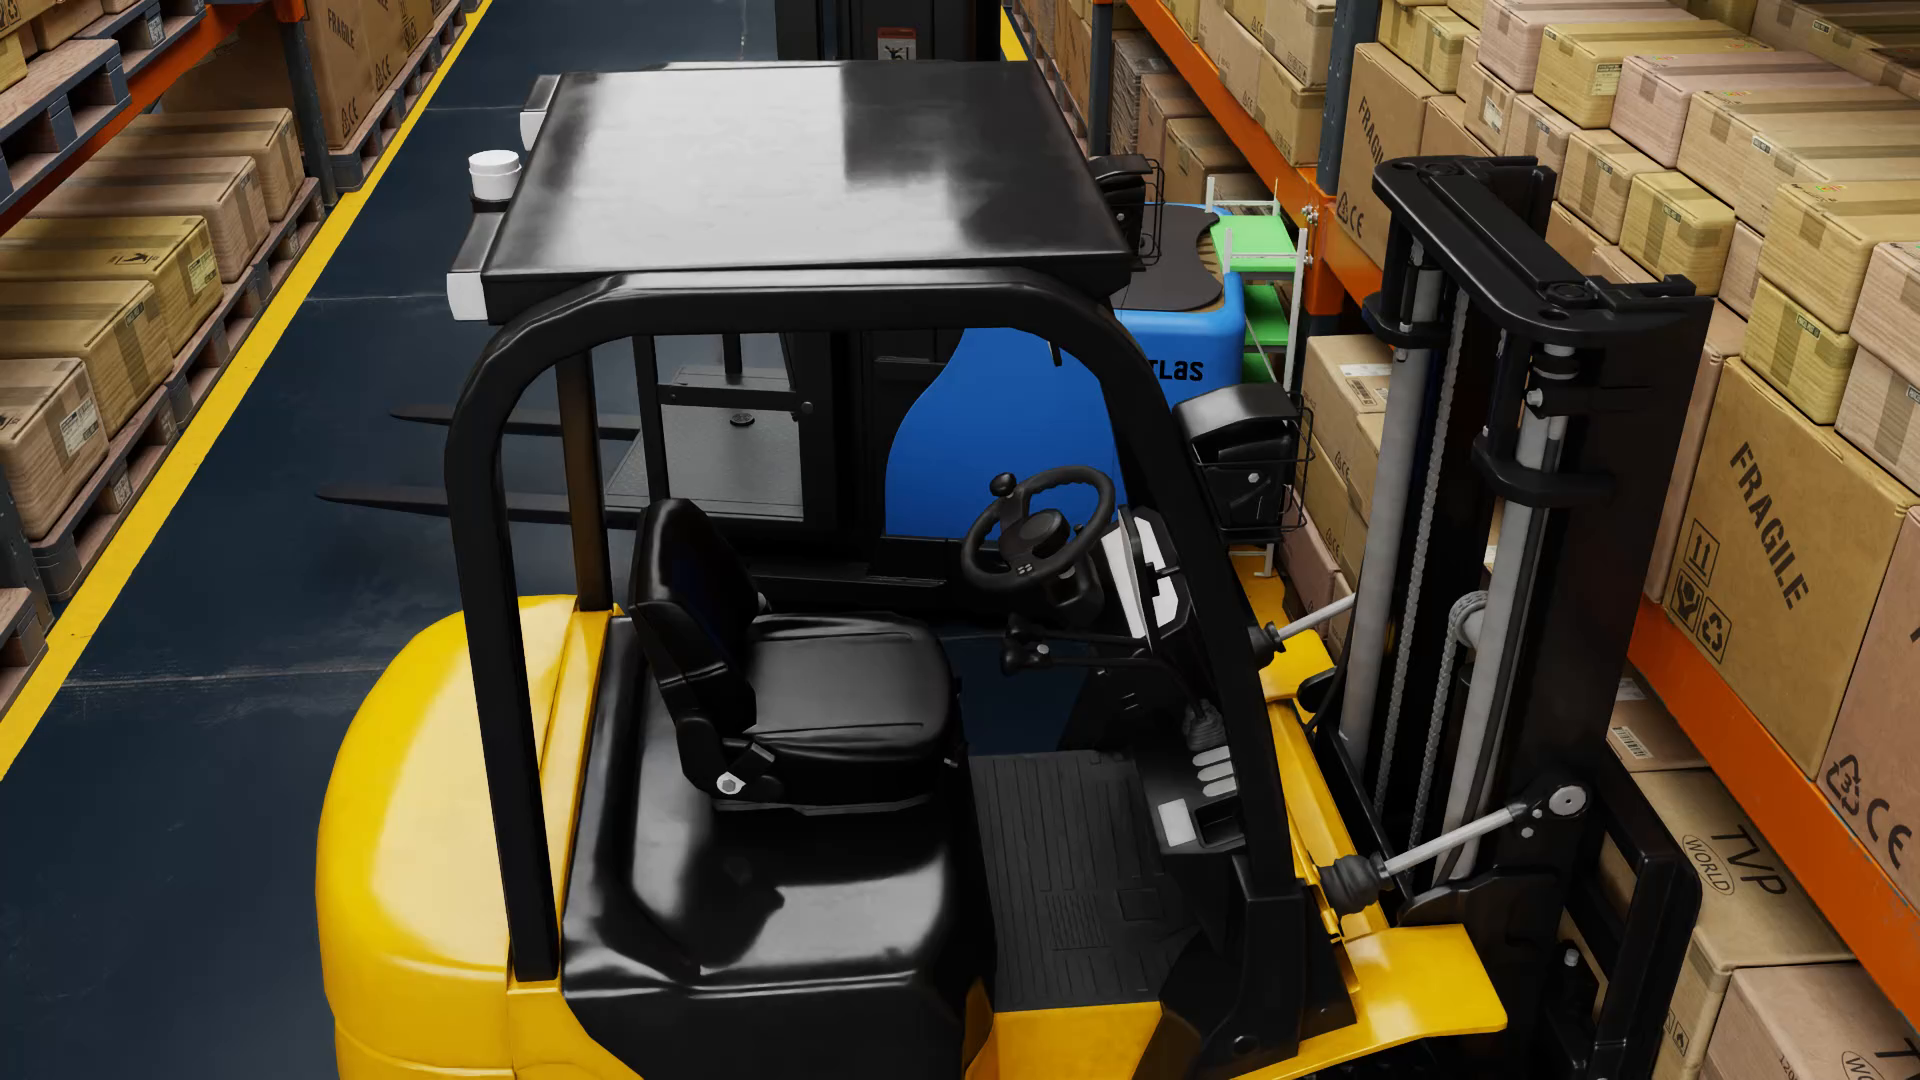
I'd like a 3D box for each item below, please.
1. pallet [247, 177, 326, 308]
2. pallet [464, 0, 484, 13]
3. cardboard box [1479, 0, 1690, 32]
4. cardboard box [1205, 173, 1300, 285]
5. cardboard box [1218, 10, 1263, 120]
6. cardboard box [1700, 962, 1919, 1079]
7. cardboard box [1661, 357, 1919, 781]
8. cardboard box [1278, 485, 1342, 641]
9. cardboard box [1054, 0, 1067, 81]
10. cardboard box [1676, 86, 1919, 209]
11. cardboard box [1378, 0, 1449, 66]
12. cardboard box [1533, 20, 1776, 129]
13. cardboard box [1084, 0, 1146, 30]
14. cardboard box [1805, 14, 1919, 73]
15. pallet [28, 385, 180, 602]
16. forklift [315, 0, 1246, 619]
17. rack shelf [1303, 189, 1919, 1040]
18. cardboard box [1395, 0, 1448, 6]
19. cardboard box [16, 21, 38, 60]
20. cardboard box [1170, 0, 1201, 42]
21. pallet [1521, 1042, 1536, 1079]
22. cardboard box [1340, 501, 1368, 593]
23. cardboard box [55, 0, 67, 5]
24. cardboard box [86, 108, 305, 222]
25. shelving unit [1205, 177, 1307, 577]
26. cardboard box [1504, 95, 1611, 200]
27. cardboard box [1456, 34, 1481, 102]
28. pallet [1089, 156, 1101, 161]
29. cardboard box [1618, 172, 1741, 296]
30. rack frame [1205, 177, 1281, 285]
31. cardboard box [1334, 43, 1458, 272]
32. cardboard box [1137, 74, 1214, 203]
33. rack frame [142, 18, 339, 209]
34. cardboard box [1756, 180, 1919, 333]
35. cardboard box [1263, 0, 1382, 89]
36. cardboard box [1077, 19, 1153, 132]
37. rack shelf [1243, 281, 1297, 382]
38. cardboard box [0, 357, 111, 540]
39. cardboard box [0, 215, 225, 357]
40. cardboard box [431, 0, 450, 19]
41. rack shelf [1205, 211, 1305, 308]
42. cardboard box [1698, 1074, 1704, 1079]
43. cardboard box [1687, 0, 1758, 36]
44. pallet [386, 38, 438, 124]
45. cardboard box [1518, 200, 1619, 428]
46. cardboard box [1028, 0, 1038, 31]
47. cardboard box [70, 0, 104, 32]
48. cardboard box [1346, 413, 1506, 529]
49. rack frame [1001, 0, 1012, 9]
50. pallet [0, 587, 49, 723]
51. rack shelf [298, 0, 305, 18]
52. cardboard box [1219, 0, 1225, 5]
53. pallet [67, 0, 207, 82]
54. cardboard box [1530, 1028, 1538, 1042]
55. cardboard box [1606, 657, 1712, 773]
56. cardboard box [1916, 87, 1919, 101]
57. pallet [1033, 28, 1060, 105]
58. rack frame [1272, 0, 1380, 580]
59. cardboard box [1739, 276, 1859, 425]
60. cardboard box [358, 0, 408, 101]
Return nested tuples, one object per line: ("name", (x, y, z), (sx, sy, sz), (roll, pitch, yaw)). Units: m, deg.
("pallet", (-3.683, -1.418, 7.918), (1.003, 0.211, 1.213), (-3, 31, -5))
("pallet", (-4.121, -4.251, 12.661), (1.003, 0.211, 1.213), (-3, 31, -5))
("cardboard box", (1.443, -1.225, 3.855), (0.380, 0.149, 0.250), (-3, 31, -6))
("cardboard box", (1.436, -1.035, 6.463), (0.875, 0.625, 0.625), (-3, 31, -5))
("cardboard box", (1.201, -1.648, 5.731), (0.500, 0.250, 0.500), (-3, 31, -5))
("cardboard box", (1.528, 0.921, 2.580), (0.500, 0.250, 0.500), (-2, 31, -4))
("cardboard box", (1.540, 0.022, 2.690), (0.500, 0.500, 0.500), (-3, 31, -6))
("cardboard box", (1.277, 0.052, 5.010), (0.500, 0.250, 0.500), (-2, 31, -4))
("cardboard box", (0.846, -3.090, 10.025), (0.500, 0.500, 0.500), (-1, 31, -2))
("cardboard box", (1.536, -0.703, 2.982), (0.380, 0.149, 0.250), (-3, 31, -4))
("cardboard box", (1.329, -1.358, 4.368), (0.380, 0.149, 0.250), (-3, 31, -5))
("cardboard box", (1.416, -0.957, 3.407), (0.380, 0.149, 0.250), (-3, 31, -5))
("cardboard box", (0.889, -2.879, 9.041), (0.380, 0.149, 0.250), (-4, 31, -7))
("cardboard box", (2.002, -0.989, 3.461), (0.380, 0.149, 0.250), (-3, 31, -5))
("pallet", (-3.455, -0.172, 5.832), (1.003, 0.211, 1.213), (-3, 31, -5))
("forklift", (-0.621, -1.296, 5.061), (3.031, 2.935, 1.130), (3, 31, 6))
("rack shelf", (1.748, 0.118, 3.328), (1.077, 0.370, 4.000), (-3, 31, -5))
("cardboard box", (1.296, -1.484, 4.289), (0.380, 0.149, 0.250), (-2, 31, -4))
("cardboard box", (-3.235, -1.610, 5.357), (0.380, 0.149, 0.250), (-1, 31, -1))
("cardboard box", (1.129, -2.166, 6.598), (0.500, 0.250, 0.500), (-2, 31, -3))
("pallet", (1.711, 1.018, 3.840), (1.003, 0.211, 1.213), (-3, 31, -5))
("cardboard box", (1.348, 0.093, 4.454), (0.500, 0.250, 0.500), (-3, 31, -5))
("cardboard box", (-3.219, -2.085, 5.518), (0.500, 0.500, 0.500), (-3, 31, -5))
("cardboard box", (-3.711, -1.777, 7.953), (0.950, 0.372, 0.625), (-5, 31, -8))
("shelving unit", (0.916, -0.525, 5.449), (0.258, 1.200, 0.503), (0, 30, 1))
("cardboard box", (1.379, -0.830, 3.485), (0.380, 0.149, 0.250), (-3, 31, -5))
("cardboard box", (1.407, -1.094, 3.926), (0.380, 0.149, 0.250), (-3, 31, -5))
("pallet", (1.226, -1.634, 8.280), (1.003, 0.211, 1.213), (-3, 31, -5))
("cardboard box", (1.454, -0.567, 3.044), (0.380, 0.149, 0.250), (-3, 31, -6))
("rack frame", (0.921, -0.647, 5.660), (0.240, 1.200, 0.015), (0, 30, 1))
("cardboard box", (1.343, -1.015, 4.427), (0.500, 0.500, 0.500), (-4, 31, -6))
("cardboard box", (1.301, -1.762, 7.681), (0.875, 0.625, 0.625), (-2, 31, -3))
("rack frame", (-3.754, -3.014, 7.871), (1.000, 3.000, 0.127), (-3, 31, -5))
("cardboard box", (1.473, -0.438, 2.538), (0.380, 0.149, 0.250), (-2, 31, -4))
("cardboard box", (1.261, -1.600, 5.163), (0.500, 0.250, 0.500), (-3, 31, -6))
("cardboard box", (0.934, -2.566, 9.150), (0.500, 0.500, 0.500), (-2, 31, -3))
("rack shelf", (0.916, -0.678, 5.361), (0.258, 0.148, 0.480), (0, 30, 1))
("cardboard box", (-3.432, -0.292, 5.466), (0.950, 0.372, 0.625), (-2, 31, -4))
("cardboard box", (-3.569, -1.013, 6.674), (0.950, 0.372, 0.625), (-2, 31, -3))
("cardboard box", (-3.990, -4.012, 11.203), (0.875, 0.875, 0.875), (-2, 31, -3))
("rack shelf", (0.916, -0.886, 5.241), (0.258, 0.148, 0.480), (0, 30, 1))
("cardboard box", (1.542, 1.126, 2.724), (0.500, 0.250, 0.500), (-3, 31, -5))
("cardboard box", (1.912, -1.247, 3.893), (0.380, 0.149, 0.250), (-3, 31, -5))
("pallet", (-3.864, -2.844, 10.306), (1.003, 0.211, 1.213), (-3, 31, -5))
("cardboard box", (1.456, -0.492, 3.551), (0.500, 0.500, 0.500), (-3, 31, -5))
("cardboard box", (0.737, -3.619, 10.912), (0.500, 0.500, 0.500), (-4, 31, -6))
("cardboard box", (-3.238, -1.870, 5.791), (0.380, 0.149, 0.250), (-3, 31, -4))
("cardboard box", (1.332, -0.117, 4.318), (0.500, 0.250, 0.500), (-3, 31, -5))
("rack frame", (0.814, -5.296, 11.691), (1.000, 3.000, 0.127), (-3, 31, -5))
("pallet", (-3.282, 0.567, 4.596), (1.003, 0.211, 1.213), (-3, 31, -5))
("rack shelf", (-3.941, -3.726, 9.765), (1.077, 0.370, 4.000), (-3, 31, -5))
("cardboard box", (1.164, -2.124, 6.039), (0.500, 0.250, 0.500), (-2, 31, -4))
("pallet", (-3.528, -1.923, 6.231), (1.003, 0.211, 1.213), (-3, 31, -5))
("cardboard box", (1.431, 0.832, 3.704), (0.500, 0.250, 0.500), (-2, 31, -3))
("cardboard box", (1.431, 0.405, 3.444), (0.500, 0.250, 0.500), (-3, 31, -6))
("cardboard box", (1.972, -0.726, 3.020), (0.380, 0.149, 0.250), (-2, 31, -3))
("pallet", (1.044, -3.061, 10.669), (1.003, 0.211, 1.213), (-3, 31, -5))
("rack frame", (1.561, -1.211, 4.853), (1.000, 3.000, 0.127), (-3, 31, -5))
("cardboard box", (1.479, -0.308, 2.610), (0.380, 0.149, 0.250), (-3, 31, -4))
("cardboard box", (-3.815, -3.094, 9.668), (0.875, 0.875, 0.875), (-2, 31, -4))
